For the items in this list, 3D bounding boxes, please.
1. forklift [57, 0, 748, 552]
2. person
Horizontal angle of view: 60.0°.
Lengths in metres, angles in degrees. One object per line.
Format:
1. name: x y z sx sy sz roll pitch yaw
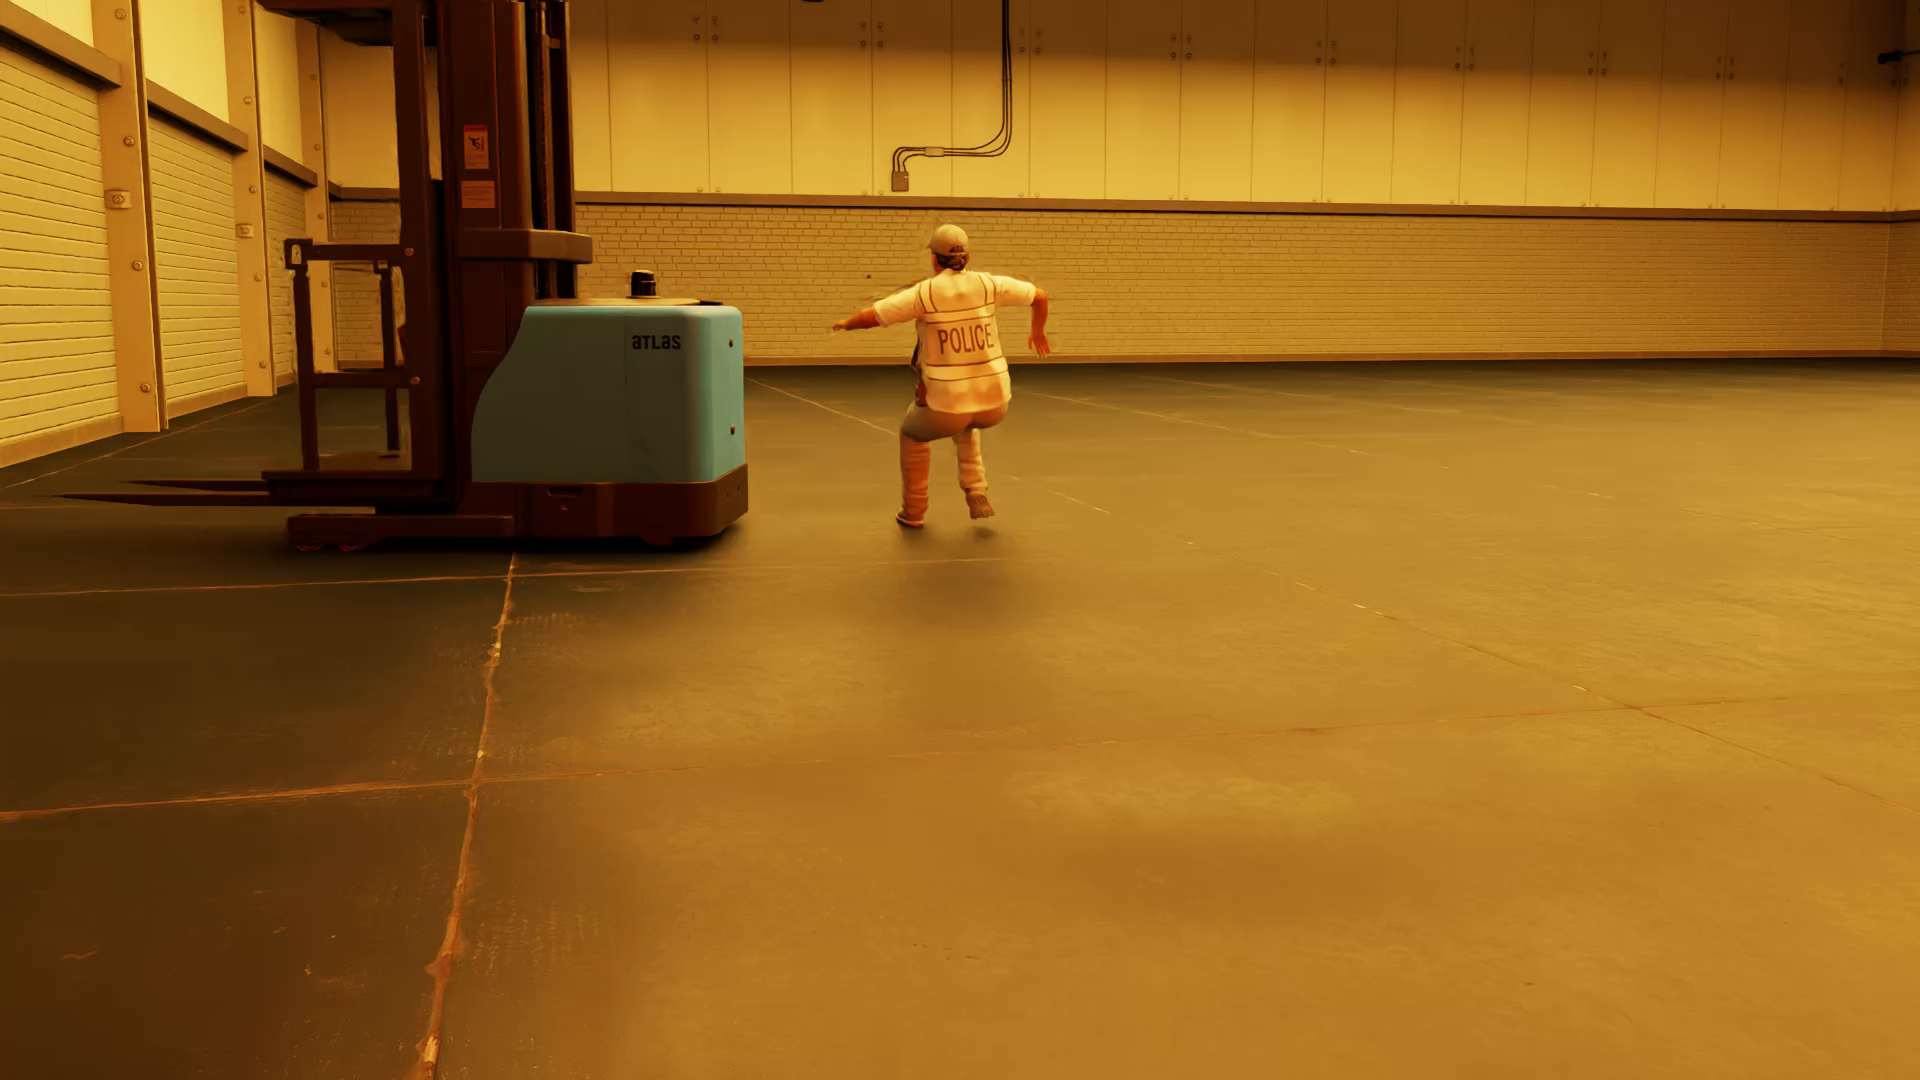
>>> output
1. forklift: -2.574 -1.472 7.647 3.031 2.935 1.130 0 8 2
2. person: -0.063 -0.770 7.980 0.995 1.437 0.822 -3 9 -24
